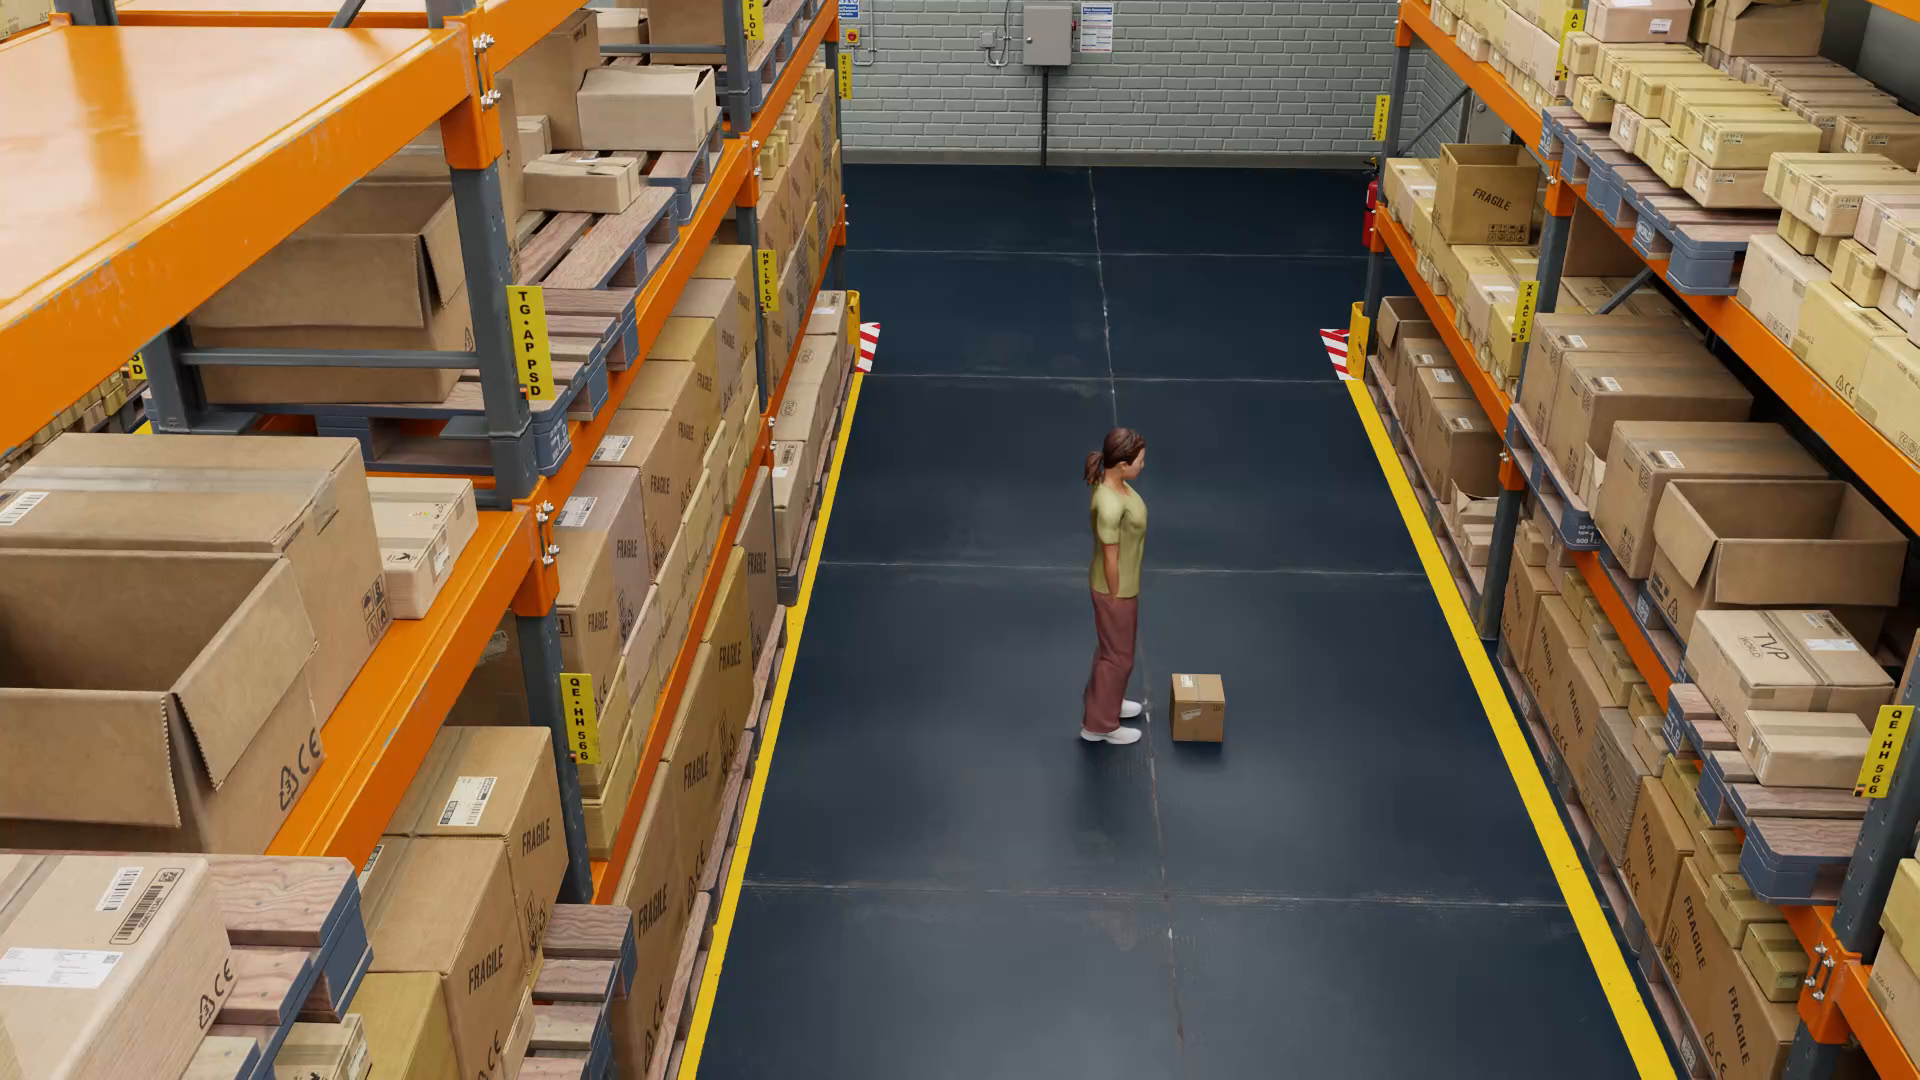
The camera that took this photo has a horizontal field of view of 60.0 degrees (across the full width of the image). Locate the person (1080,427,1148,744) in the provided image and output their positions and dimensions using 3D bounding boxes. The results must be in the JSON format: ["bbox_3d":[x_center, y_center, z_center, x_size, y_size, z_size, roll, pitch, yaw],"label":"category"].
[{"bbox_3d":[0.758,0.218,8.229,0.369,1.670,0.445,2,28,3],"label":"person"}]
